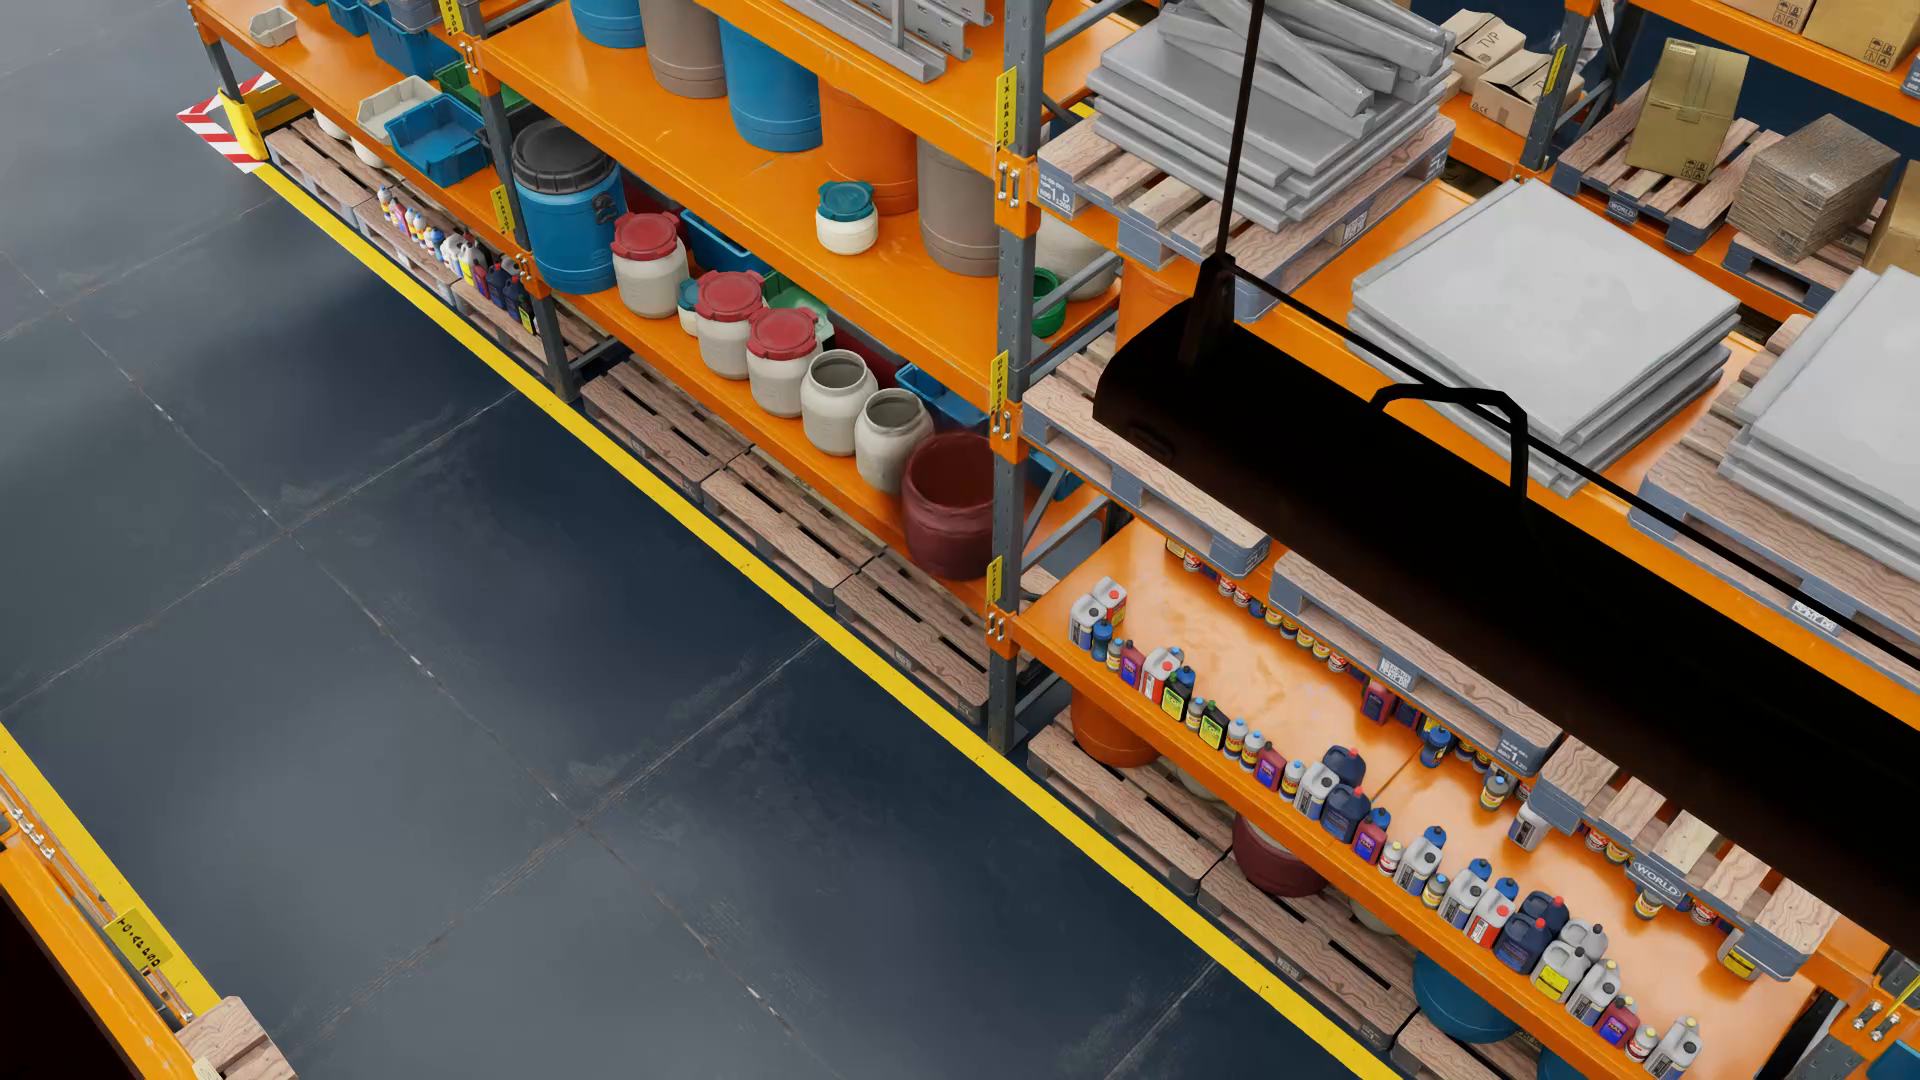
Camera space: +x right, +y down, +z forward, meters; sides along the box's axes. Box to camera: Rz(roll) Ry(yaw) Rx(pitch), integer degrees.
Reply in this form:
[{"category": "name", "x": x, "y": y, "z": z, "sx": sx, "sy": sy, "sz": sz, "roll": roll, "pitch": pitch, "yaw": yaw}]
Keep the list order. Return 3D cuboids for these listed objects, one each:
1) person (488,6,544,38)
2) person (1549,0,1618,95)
[{"category": "person", "x": -3.480, "y": -4.216, "z": 12.805, "sx": 0.847, "sy": 1.790, "sz": 0.667, "roll": 18, "pitch": 52, "yaw": 15}, {"category": "person", "x": 4.724, "y": -3.737, "z": 12.383, "sx": 0.703, "sy": 1.759, "sz": 0.622, "roll": 25, "pitch": 54, "yaw": 20}]
